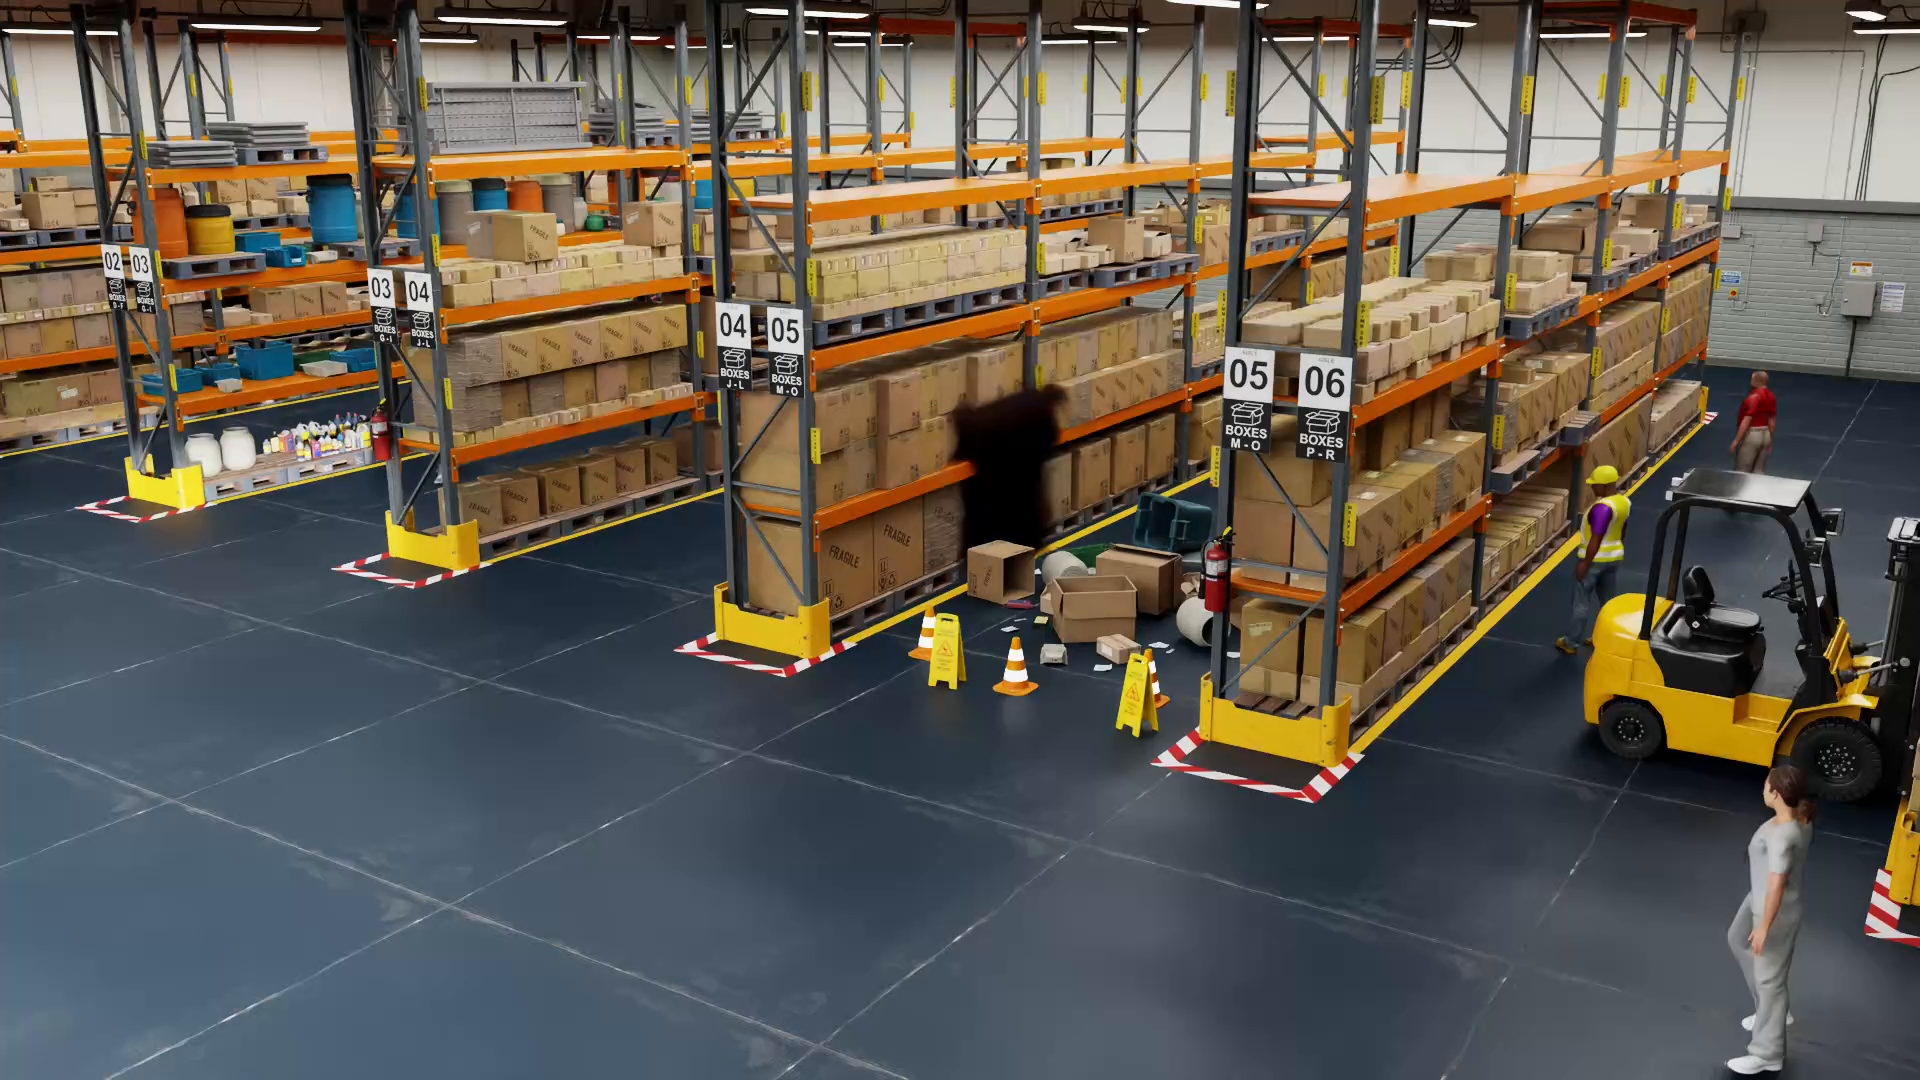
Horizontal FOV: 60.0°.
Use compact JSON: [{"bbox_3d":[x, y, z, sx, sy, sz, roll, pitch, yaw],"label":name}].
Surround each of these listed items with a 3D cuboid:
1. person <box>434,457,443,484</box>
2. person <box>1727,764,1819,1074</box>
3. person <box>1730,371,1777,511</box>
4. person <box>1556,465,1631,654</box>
[{"bbox_3d":[-6.834,-1.568,21.898,0.404,1.555,0.727,4,16,12],"label":"person"},{"bbox_3d":[4.359,1.989,8.901,0.381,1.678,0.594,6,17,21],"label":"person"},{"bbox_3d":[9.696,-1.204,20.348,0.610,1.744,0.369,-9,18,-31],"label":"person"},{"bbox_3d":[5.884,0.175,15.335,0.621,1.776,0.453,-7,17,-24],"label":"person"}]
